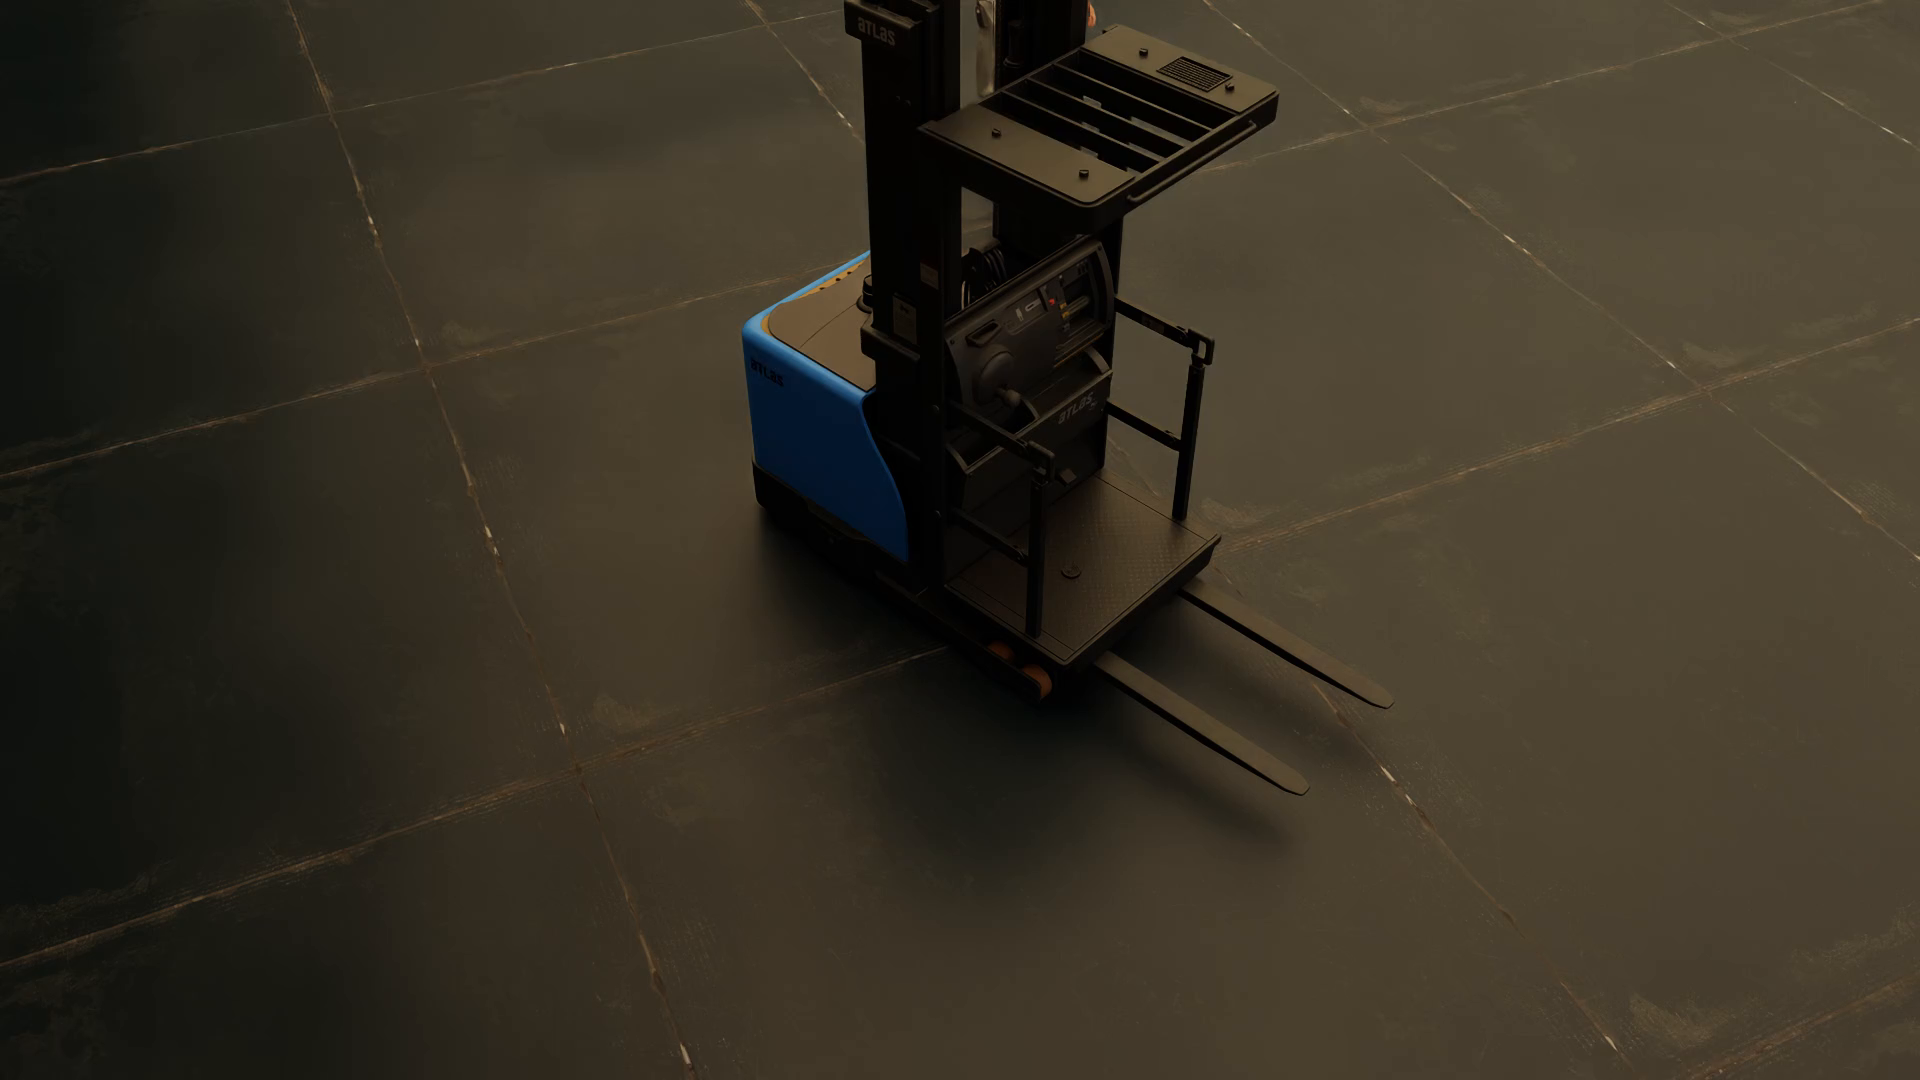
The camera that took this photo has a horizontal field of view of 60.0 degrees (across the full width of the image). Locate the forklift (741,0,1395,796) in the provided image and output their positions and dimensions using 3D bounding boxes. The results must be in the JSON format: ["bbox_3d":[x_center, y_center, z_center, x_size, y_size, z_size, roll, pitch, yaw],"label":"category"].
[{"bbox_3d":[0.445,-0.788,6.525,3.031,2.935,1.130,32,52,30],"label":"forklift"}]

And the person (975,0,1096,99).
[{"bbox_3d":[0.306,-3.135,9.932,0.943,1.728,0.740,-26,49,-25],"label":"person"}]
